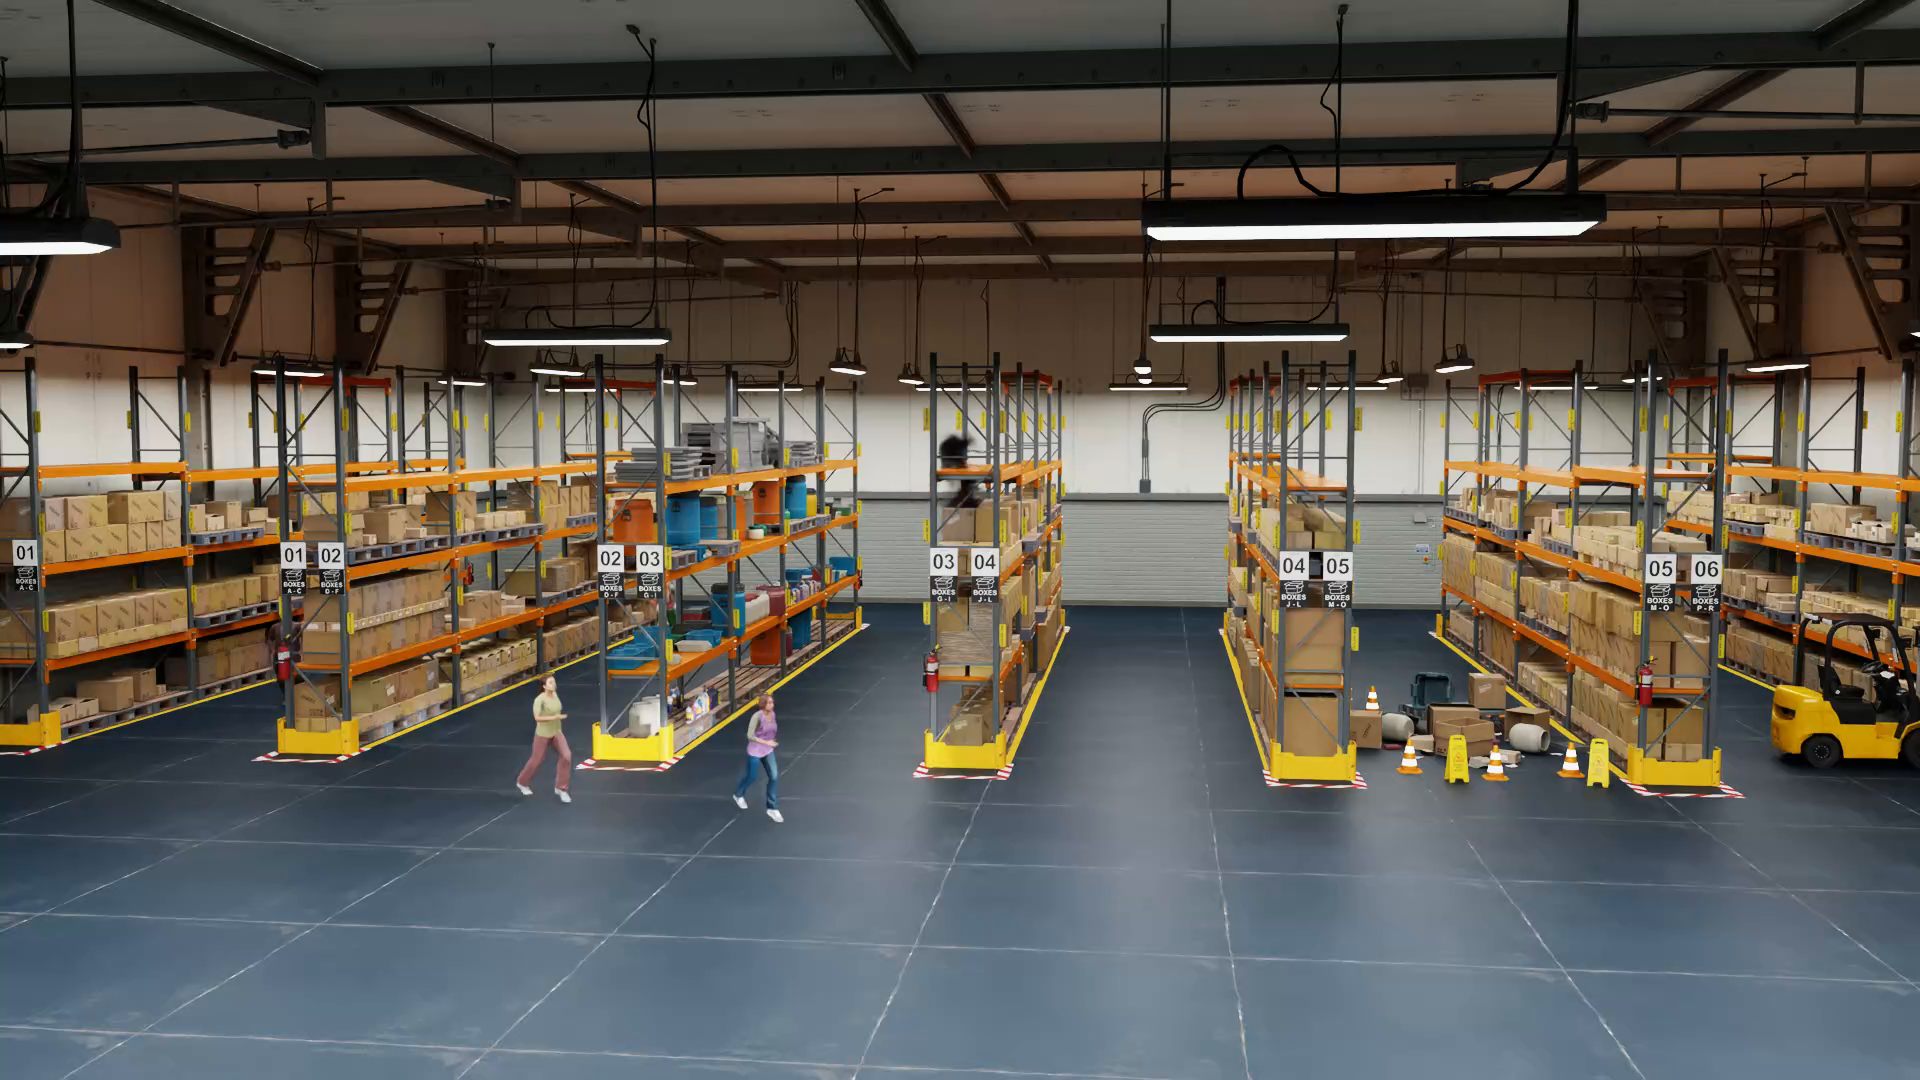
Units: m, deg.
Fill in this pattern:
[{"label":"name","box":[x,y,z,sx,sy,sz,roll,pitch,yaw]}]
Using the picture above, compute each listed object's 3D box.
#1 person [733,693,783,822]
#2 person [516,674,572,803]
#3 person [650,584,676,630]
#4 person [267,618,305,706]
[{"label":"person","box":[-2.568,2.729,21.093,0.886,1.594,0.557,3,5,40]},{"label":"person","box":[-5.505,2.612,22.048,0.871,1.709,0.564,3,5,35]},{"label":"person","box":[-6.611,1.565,37.131,0.634,1.612,0.928,-1,4,-13]},{"label":"person","box":[-11.910,2.066,29.414,0.687,1.723,0.682,0,4,1]}]
